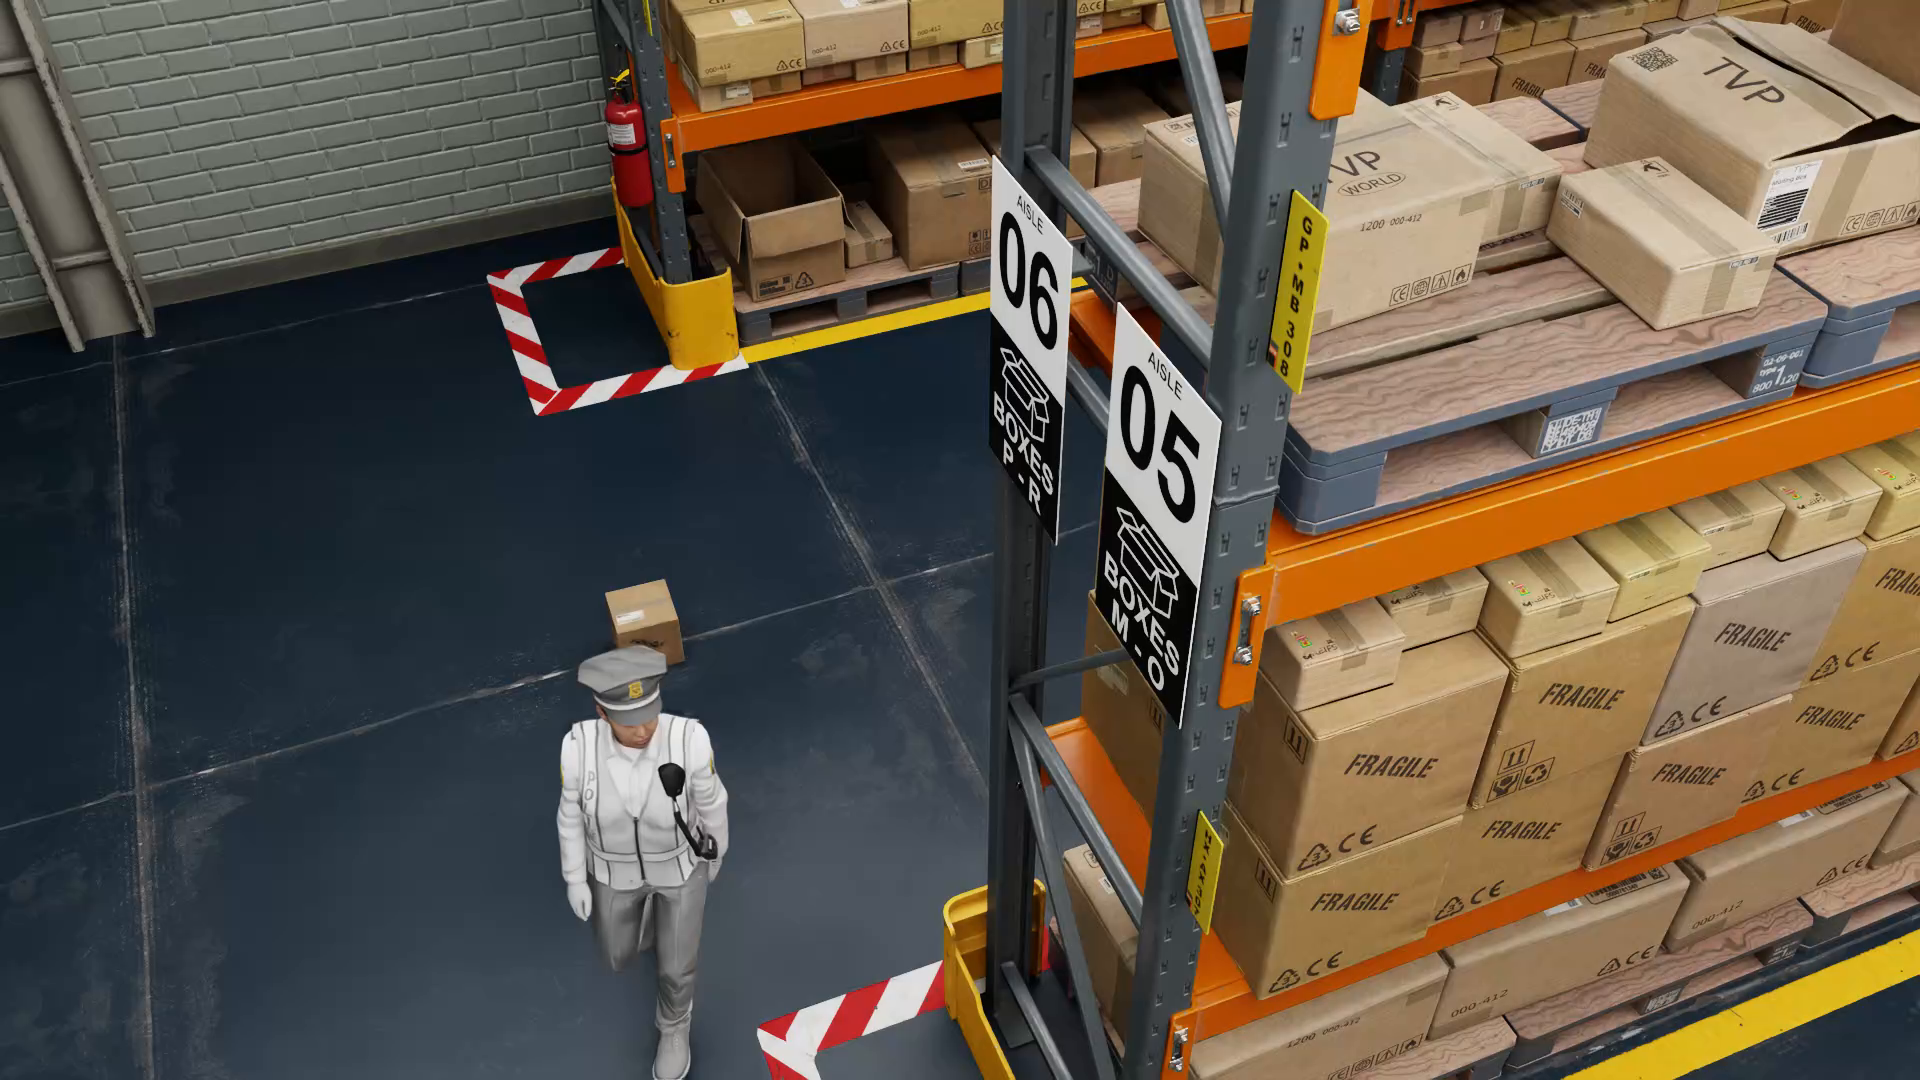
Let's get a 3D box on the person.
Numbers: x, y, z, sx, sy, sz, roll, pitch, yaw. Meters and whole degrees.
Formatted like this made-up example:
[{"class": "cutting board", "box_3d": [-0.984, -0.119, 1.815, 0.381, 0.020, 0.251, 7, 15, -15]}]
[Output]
[{"class": "person", "box_3d": [-0.945, 0.943, 5.065, 0.506, 1.666, 0.656, -2, 42, -3]}]
